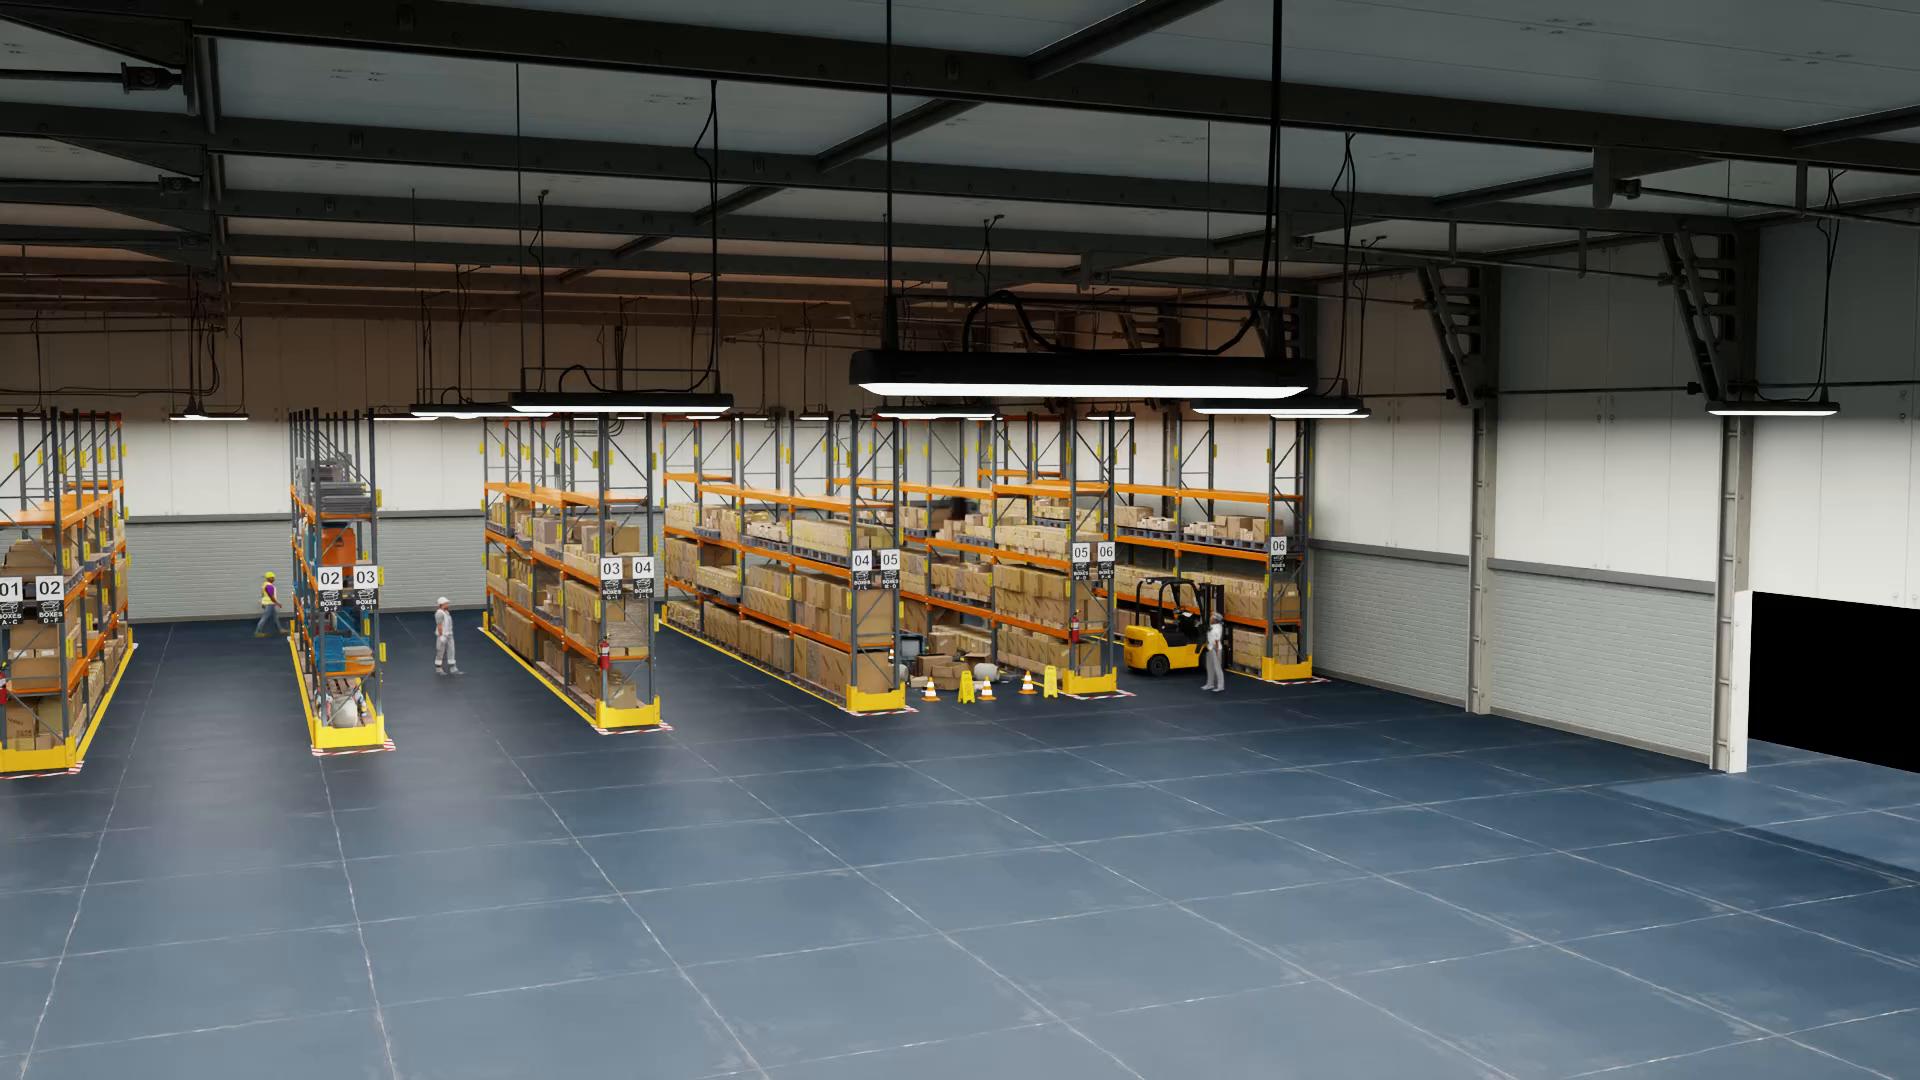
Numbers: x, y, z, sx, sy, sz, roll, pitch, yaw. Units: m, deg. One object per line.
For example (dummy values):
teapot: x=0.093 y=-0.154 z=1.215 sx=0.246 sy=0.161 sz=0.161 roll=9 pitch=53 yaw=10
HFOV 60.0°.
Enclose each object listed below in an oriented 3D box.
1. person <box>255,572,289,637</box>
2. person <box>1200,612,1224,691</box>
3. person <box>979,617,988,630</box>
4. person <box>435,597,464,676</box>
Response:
person: x=-18.466 y=1.706 z=44.662 sx=0.675 sy=1.705 sz=1.023 roll=4 pitch=6 yaw=44
person: x=5.419 y=2.380 z=35.625 sx=0.410 sy=1.704 sz=0.636 roll=-1 pitch=4 yaw=-10
person: x=0.600 y=1.597 z=46.018 sx=0.358 sy=1.786 sz=0.583 roll=-2 pitch=4 yaw=-24
person: x=-11.615 y=2.190 z=37.721 sx=0.576 sy=1.794 sz=0.586 roll=1 pitch=4 yaw=19
